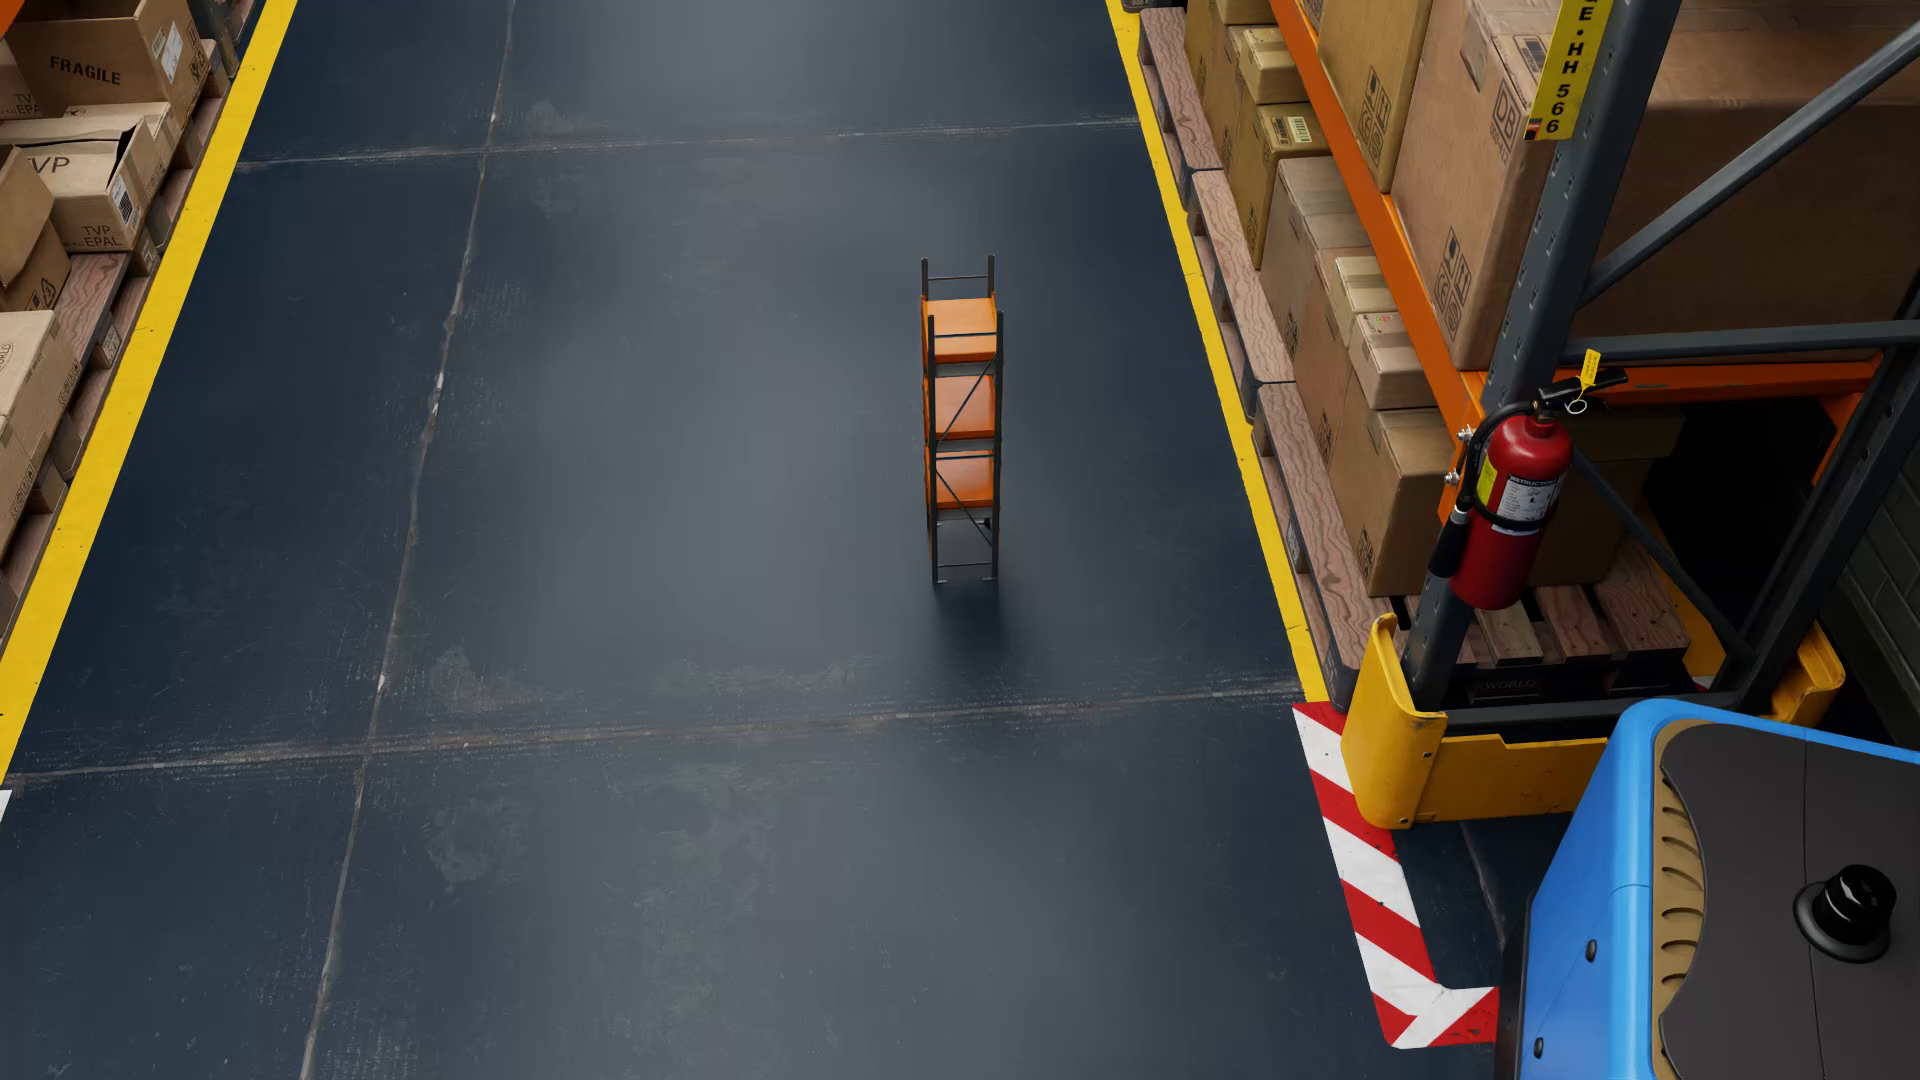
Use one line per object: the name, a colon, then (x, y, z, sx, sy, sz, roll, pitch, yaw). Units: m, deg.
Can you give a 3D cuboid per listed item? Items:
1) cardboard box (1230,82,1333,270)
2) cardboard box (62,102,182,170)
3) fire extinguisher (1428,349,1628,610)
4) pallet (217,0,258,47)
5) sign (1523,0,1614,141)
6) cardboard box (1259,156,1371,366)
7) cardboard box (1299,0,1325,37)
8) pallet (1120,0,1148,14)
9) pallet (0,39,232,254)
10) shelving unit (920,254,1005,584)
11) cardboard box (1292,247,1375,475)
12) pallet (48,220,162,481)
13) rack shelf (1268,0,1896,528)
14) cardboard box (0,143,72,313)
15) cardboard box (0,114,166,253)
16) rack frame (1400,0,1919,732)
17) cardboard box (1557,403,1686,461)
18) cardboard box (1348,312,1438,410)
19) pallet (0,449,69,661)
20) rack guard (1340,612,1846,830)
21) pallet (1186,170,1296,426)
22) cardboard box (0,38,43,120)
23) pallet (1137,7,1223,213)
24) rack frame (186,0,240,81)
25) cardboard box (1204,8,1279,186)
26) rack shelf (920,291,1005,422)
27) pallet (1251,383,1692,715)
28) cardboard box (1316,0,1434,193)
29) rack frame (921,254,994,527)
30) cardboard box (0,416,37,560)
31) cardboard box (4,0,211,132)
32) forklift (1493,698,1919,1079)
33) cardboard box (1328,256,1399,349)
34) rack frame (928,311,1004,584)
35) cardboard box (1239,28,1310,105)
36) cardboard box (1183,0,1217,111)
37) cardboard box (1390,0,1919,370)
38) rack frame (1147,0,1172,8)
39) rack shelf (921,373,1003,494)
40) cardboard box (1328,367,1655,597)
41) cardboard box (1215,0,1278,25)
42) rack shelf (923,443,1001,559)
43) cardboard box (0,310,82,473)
cardboard box: (1.370, -1.316, 5.863, 0.700, 0.500, 0.500, -3, 47, -2)
cardboard box: (-3.185, -1.518, 6.283, 0.380, 0.149, 0.250, -3, 47, -3)
fire extinguisher: (1.217, -0.128, 3.615, 0.296, 0.674, 0.183, -3, 47, -3)
pallet: (-3.712, -2.637, 7.602, 1.003, 0.211, 1.213, -3, 47, -3)
sign: (1.123, -0.876, 3.054, 0.100, 0.325, 0.005, -3, 47, -3)
cardboard box: (1.422, -0.931, 5.498, 0.700, 0.500, 0.500, -5, 47, -5)
cardboard box: (1.485, -1.969, 4.842, 0.980, 0.700, 0.700, -6, 47, -5)
pallet: (1.190, -2.909, 7.859, 1.003, 0.211, 1.213, -3, 47, -3)
pallet: (-3.550, -1.554, 6.577, 1.003, 0.211, 1.213, -3, 47, -3)
shelving unit: (0.004, -0.322, 4.832, 0.215, 1.050, 0.252, -3, 47, -3)
cardboard box: (1.464, -0.567, 5.153, 0.700, 0.500, 0.500, -4, 47, -3)
pallet: (-3.444, -0.669, 5.739, 1.003, 0.211, 1.213, -3, 47, -3)
rack shelf: (1.497, -1.619, 5.213, 1.077, 0.370, 4.000, -3, 47, -3)
cardboard box: (-3.444, -0.944, 5.494, 0.797, 0.503, 0.637, -3, 47, -3)
cardboard box: (-3.213, -1.299, 5.963, 0.500, 0.311, 0.500, -3, 47, -3)
rack frame: (1.665, -0.420, 3.582, 1.000, 3.000, 0.127, -3, 47, -3)
cardboard box: (1.716, -0.350, 4.501, 0.380, 0.149, 0.250, -3, 47, -3)
cardboard box: (1.314, -0.510, 4.653, 0.380, 0.149, 0.250, -4, 47, -4)
pallet: (-3.345, 0.211, 4.905, 1.003, 0.211, 1.213, -3, 47, -3)
rack guard: (1.667, 0.457, 4.473, 1.175, 0.500, 0.348, -3, 47, -3)
pallet: (1.421, -0.915, 5.971, 1.003, 0.211, 1.213, -3, 47, -3)
cardboard box: (-3.787, -1.920, 6.551, 0.500, 0.311, 0.500, -3, 47, -3)
pallet: (1.315, -1.800, 6.809, 1.003, 0.211, 1.213, -3, 47, -3)
rack frame: (-3.606, -3.010, 6.035, 1.000, 3.000, 0.127, -3, 47, -3)
cardboard box: (1.329, -1.688, 6.215, 0.700, 0.500, 0.500, -4, 47, -4)
rack shelf: (0.004, -0.510, 4.634, 0.215, 0.259, 0.240, -3, 47, -3)
pallet: (1.520, -0.035, 5.137, 1.003, 0.211, 1.213, -3, 47, -3)
cardboard box: (1.540, -1.417, 4.319, 0.980, 0.700, 0.700, -4, 47, -4)
rack frame: (-0.006, -0.411, 4.916, 0.200, 1.050, 0.008, -3, 47, -3)
cardboard box: (-3.076, -0.094, 4.864, 0.500, 0.250, 0.500, -3, 47, -3)
cardboard box: (-3.276, -1.907, 6.409, 0.500, 0.500, 0.500, -3, 47, -3)
forklift: (2.694, 0.684, 2.583, 3.031, 2.935, 1.130, 12, 48, 11)
cardboard box: (1.292, -0.695, 4.828, 0.380, 0.149, 0.250, -2, 47, -2)
rack frame: (0.015, -0.234, 4.749, 0.200, 1.050, 0.008, -3, 47, -3)
cardboard box: (1.181, -1.638, 5.721, 0.380, 0.149, 0.250, -5, 47, -4)
cardboard box: (1.290, -2.051, 6.559, 0.700, 0.500, 0.500, -3, 47, -3)
cardboard box: (1.612, -0.891, 3.822, 0.980, 0.700, 0.700, -2, 47, -1)
rack frame: (1.330, -3.314, 6.322, 1.000, 3.000, 0.127, -3, 47, -3)
rack shelf: (0.004, -0.315, 4.840, 0.215, 0.259, 0.240, -3, 47, -3)
cardboard box: (1.506, -0.205, 4.811, 0.700, 0.500, 0.500, -3, 47, -3)
cardboard box: (1.137, -2.016, 6.079, 0.380, 0.149, 0.250, -2, 47, -2)
rack shelf: (0.004, -0.124, 5.042, 0.215, 0.259, 0.240, -3, 47, -3)
cardboard box: (-3.118, -0.456, 5.207, 0.500, 0.250, 0.500, -3, 47, -3)
